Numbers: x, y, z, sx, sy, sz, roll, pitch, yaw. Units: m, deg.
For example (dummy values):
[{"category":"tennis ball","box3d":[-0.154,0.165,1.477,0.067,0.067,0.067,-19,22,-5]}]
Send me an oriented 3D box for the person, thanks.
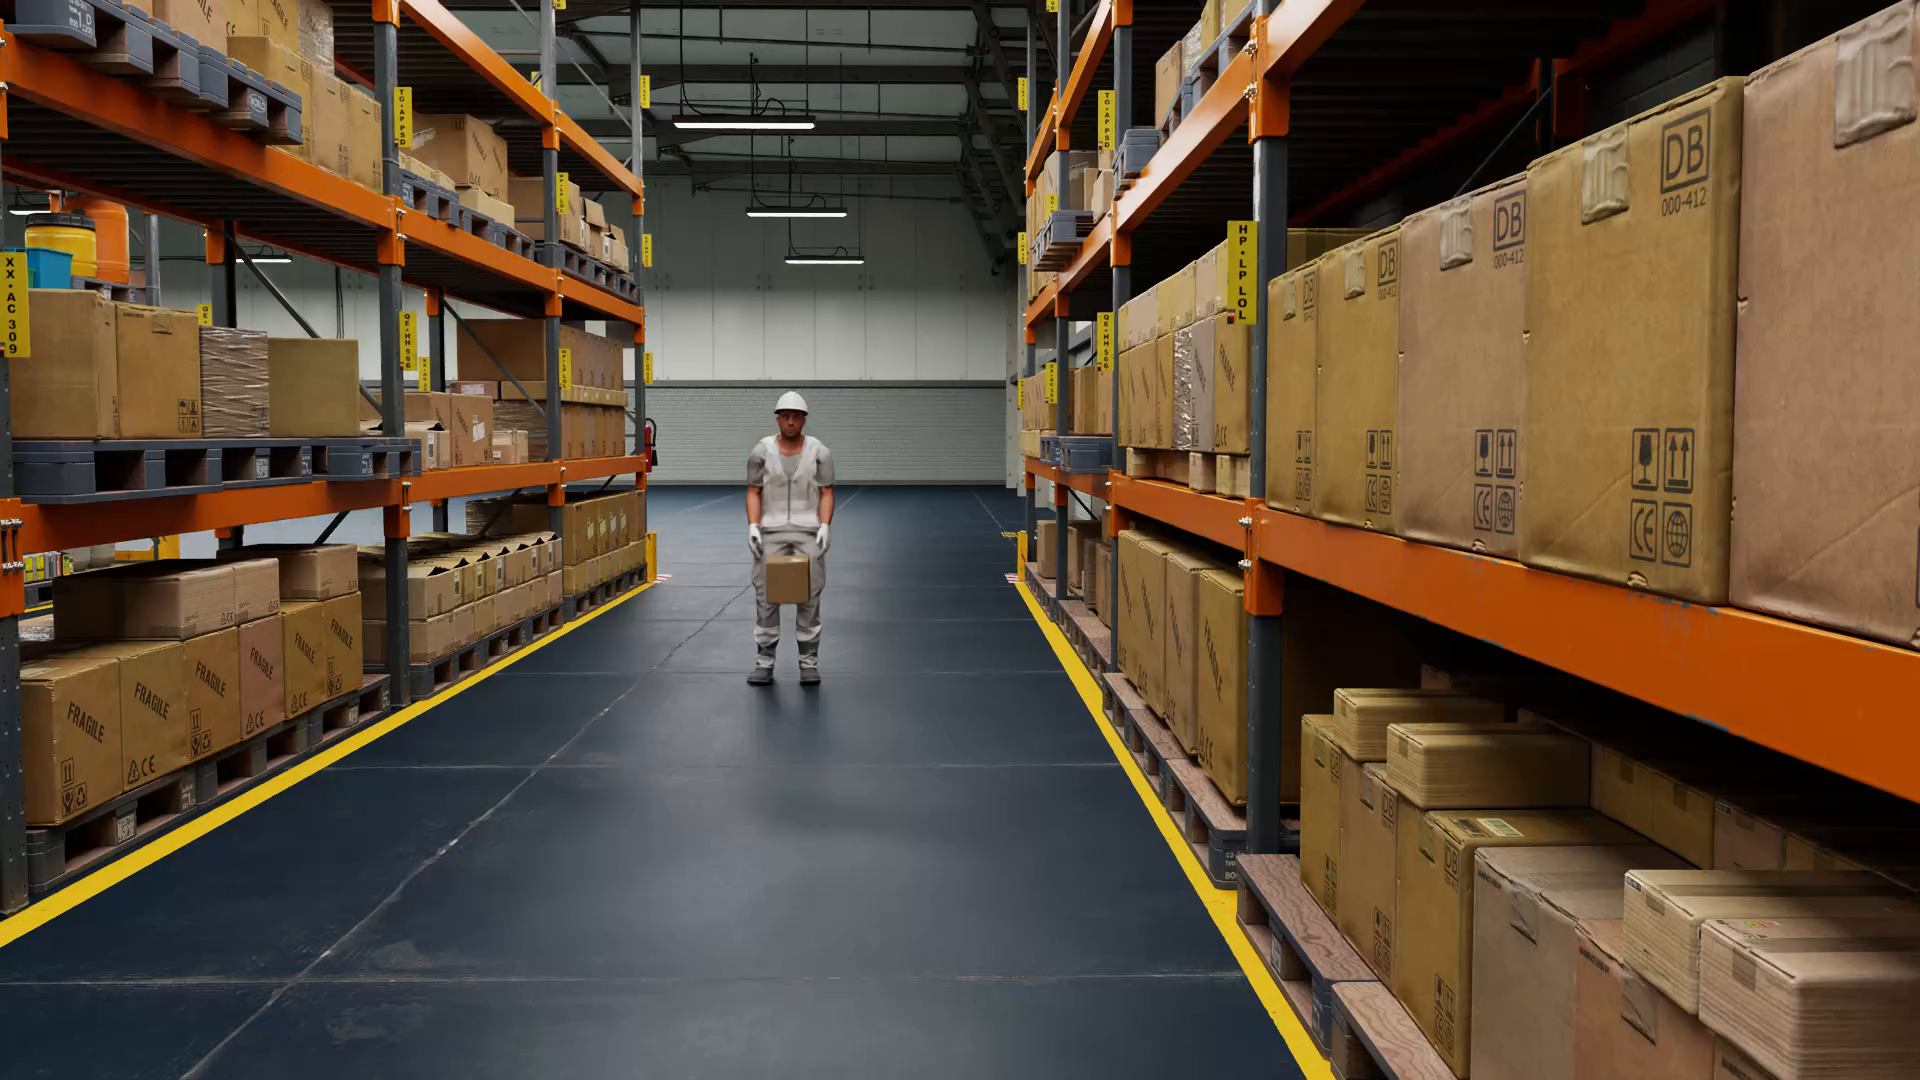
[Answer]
[{"category":"person","box3d":[-1.040,-0.015,10.222,0.544,1.788,0.414,0,4,-3]}]
